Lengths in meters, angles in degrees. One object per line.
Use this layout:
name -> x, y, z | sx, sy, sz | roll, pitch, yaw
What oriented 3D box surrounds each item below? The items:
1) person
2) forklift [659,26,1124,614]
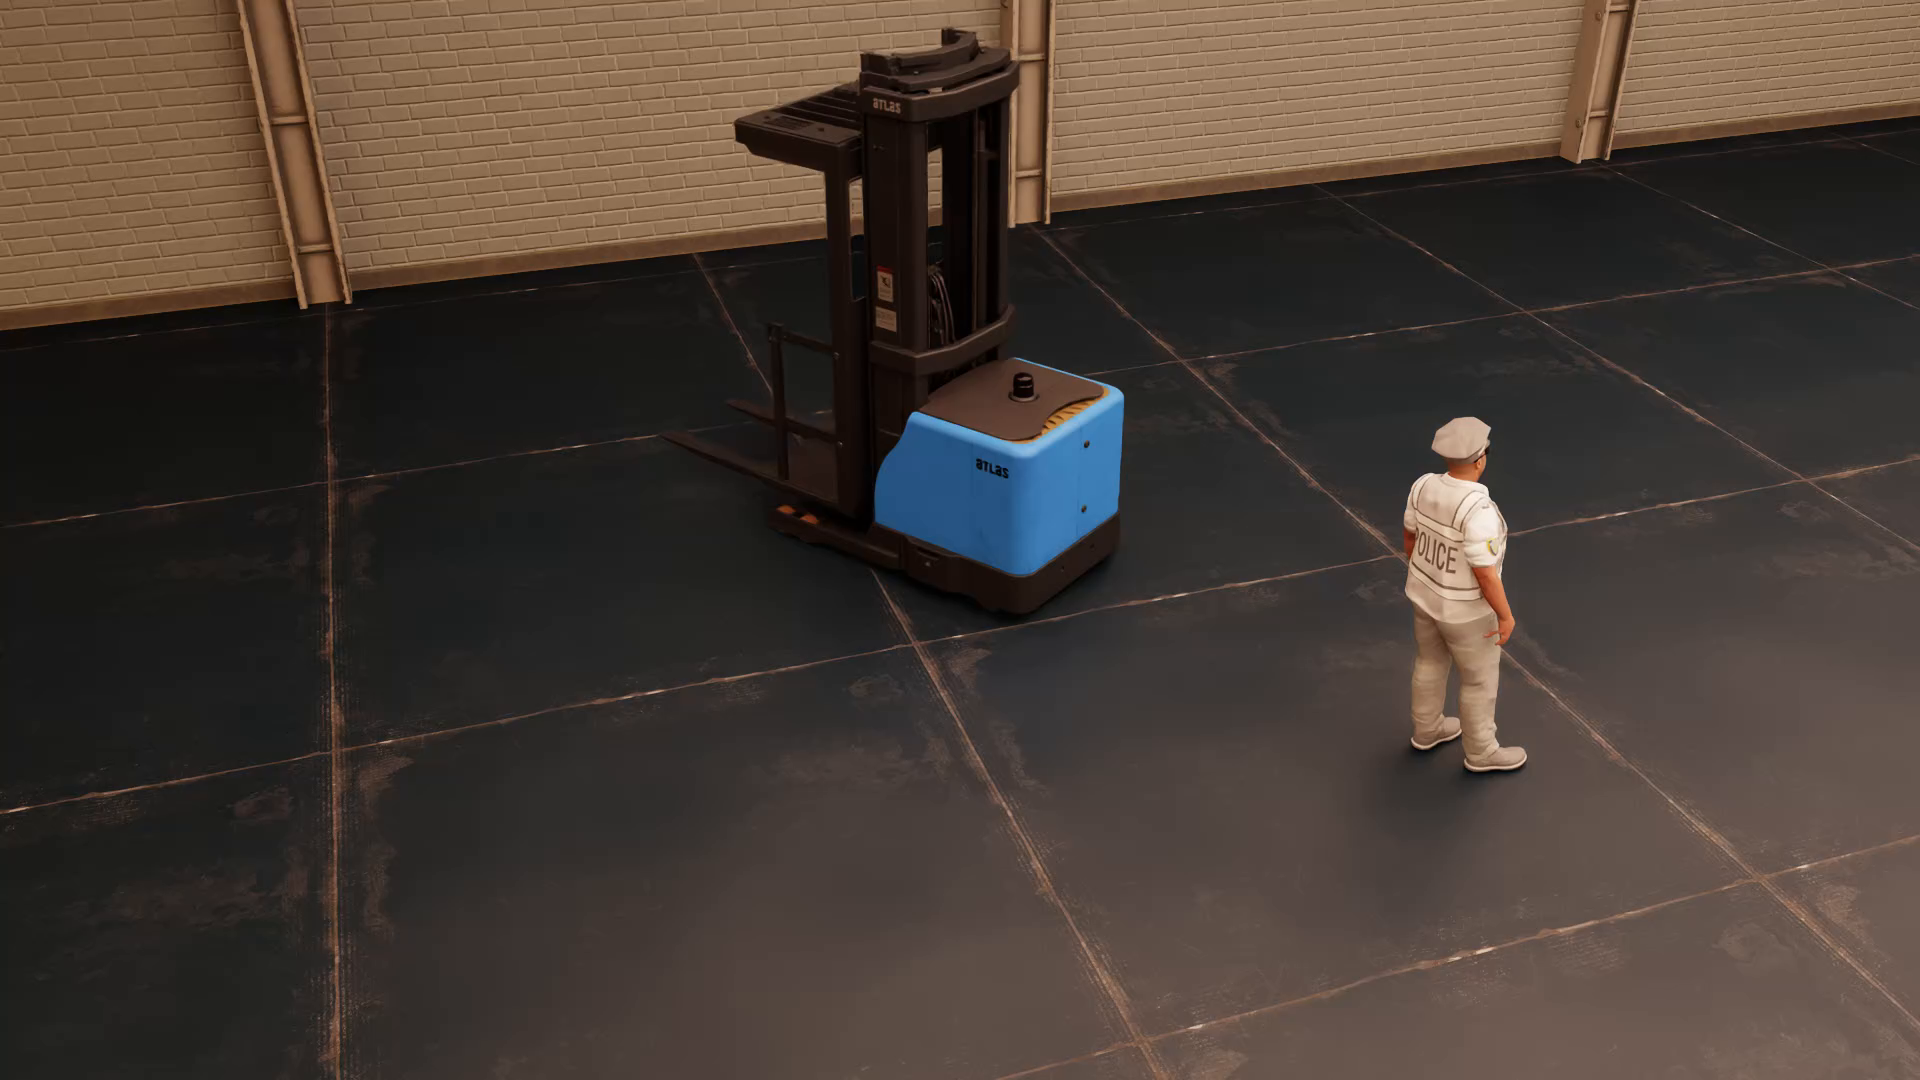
person -> 2.389, 0.244, 7.800 | 0.575, 1.781, 0.642 | -15, 33, -24
forklift -> -0.543, -1.443, 9.595 | 3.031, 2.935, 1.130 | 21, 36, 32
